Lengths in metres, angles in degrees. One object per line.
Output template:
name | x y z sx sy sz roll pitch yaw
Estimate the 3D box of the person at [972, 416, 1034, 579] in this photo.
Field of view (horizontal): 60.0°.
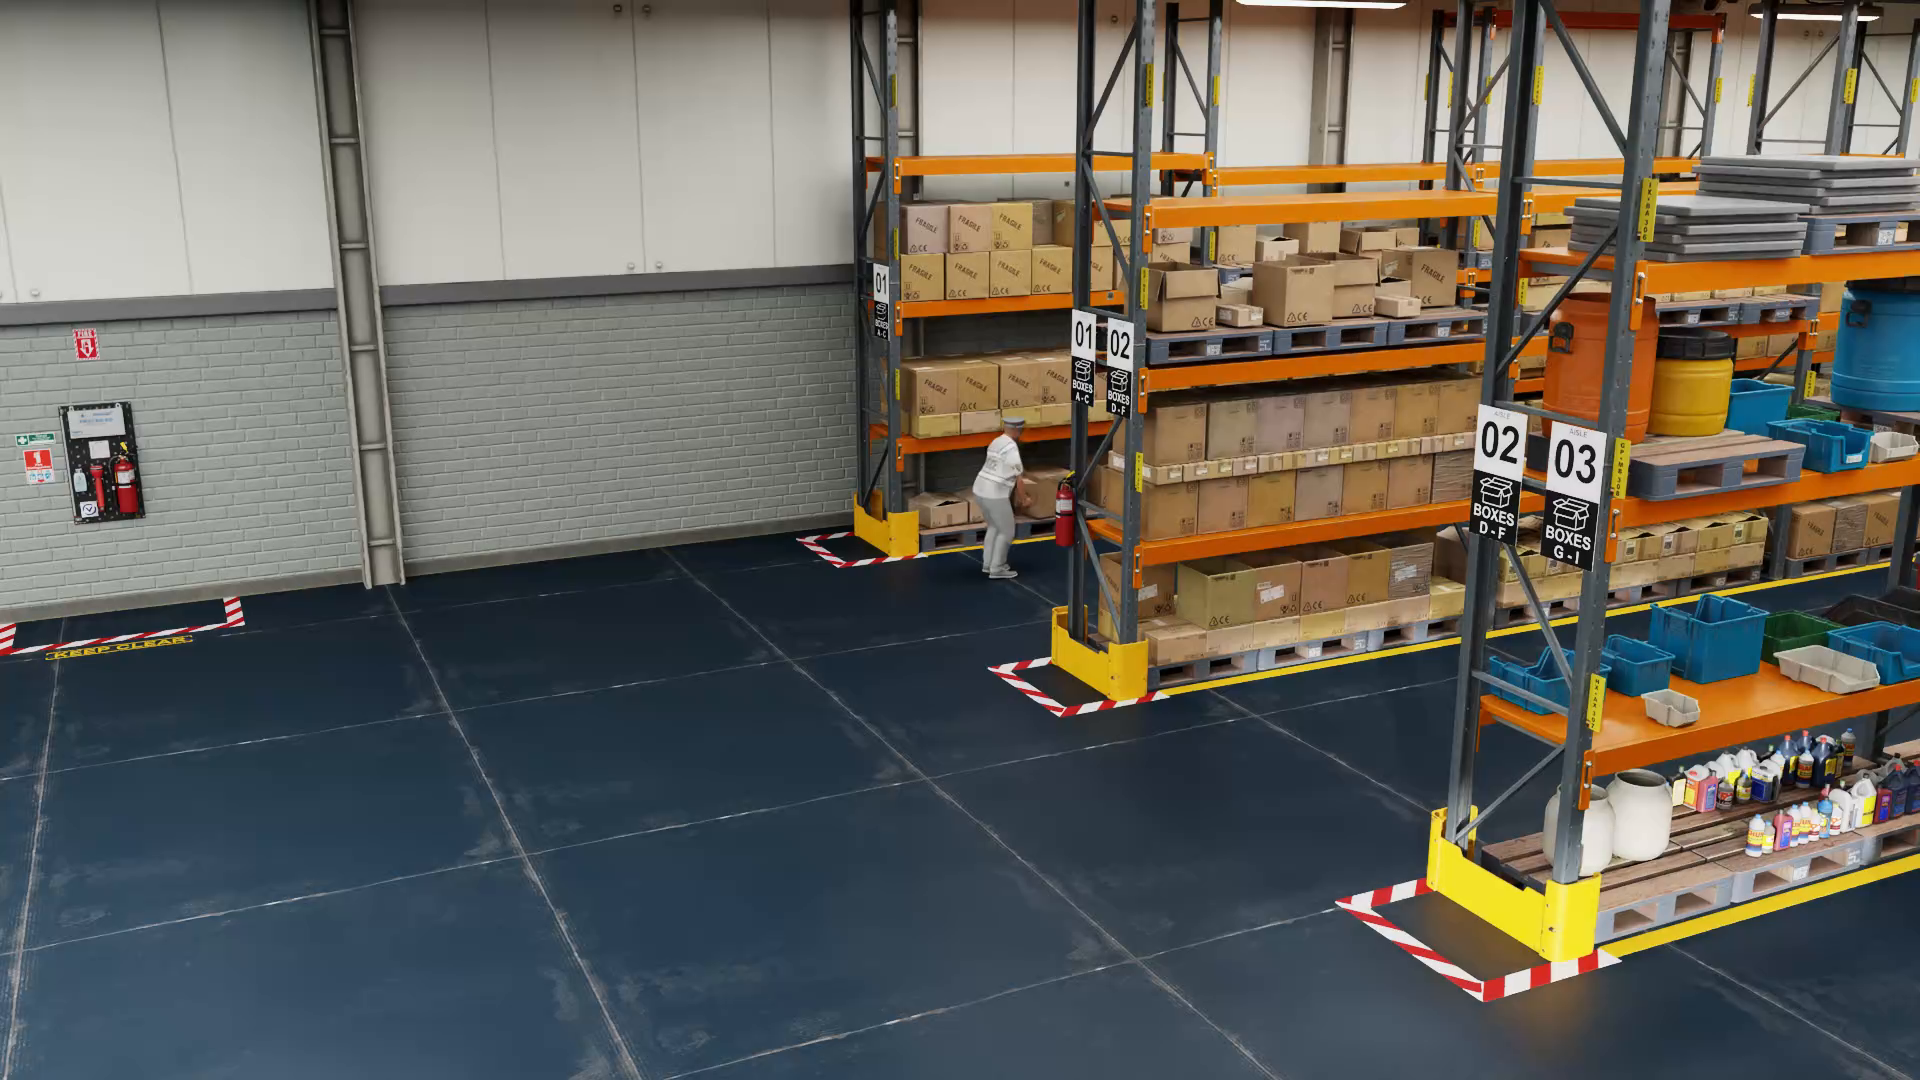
person | 0.446 -0.460 17.637 0.619 1.704 0.481 -8 17 -26
